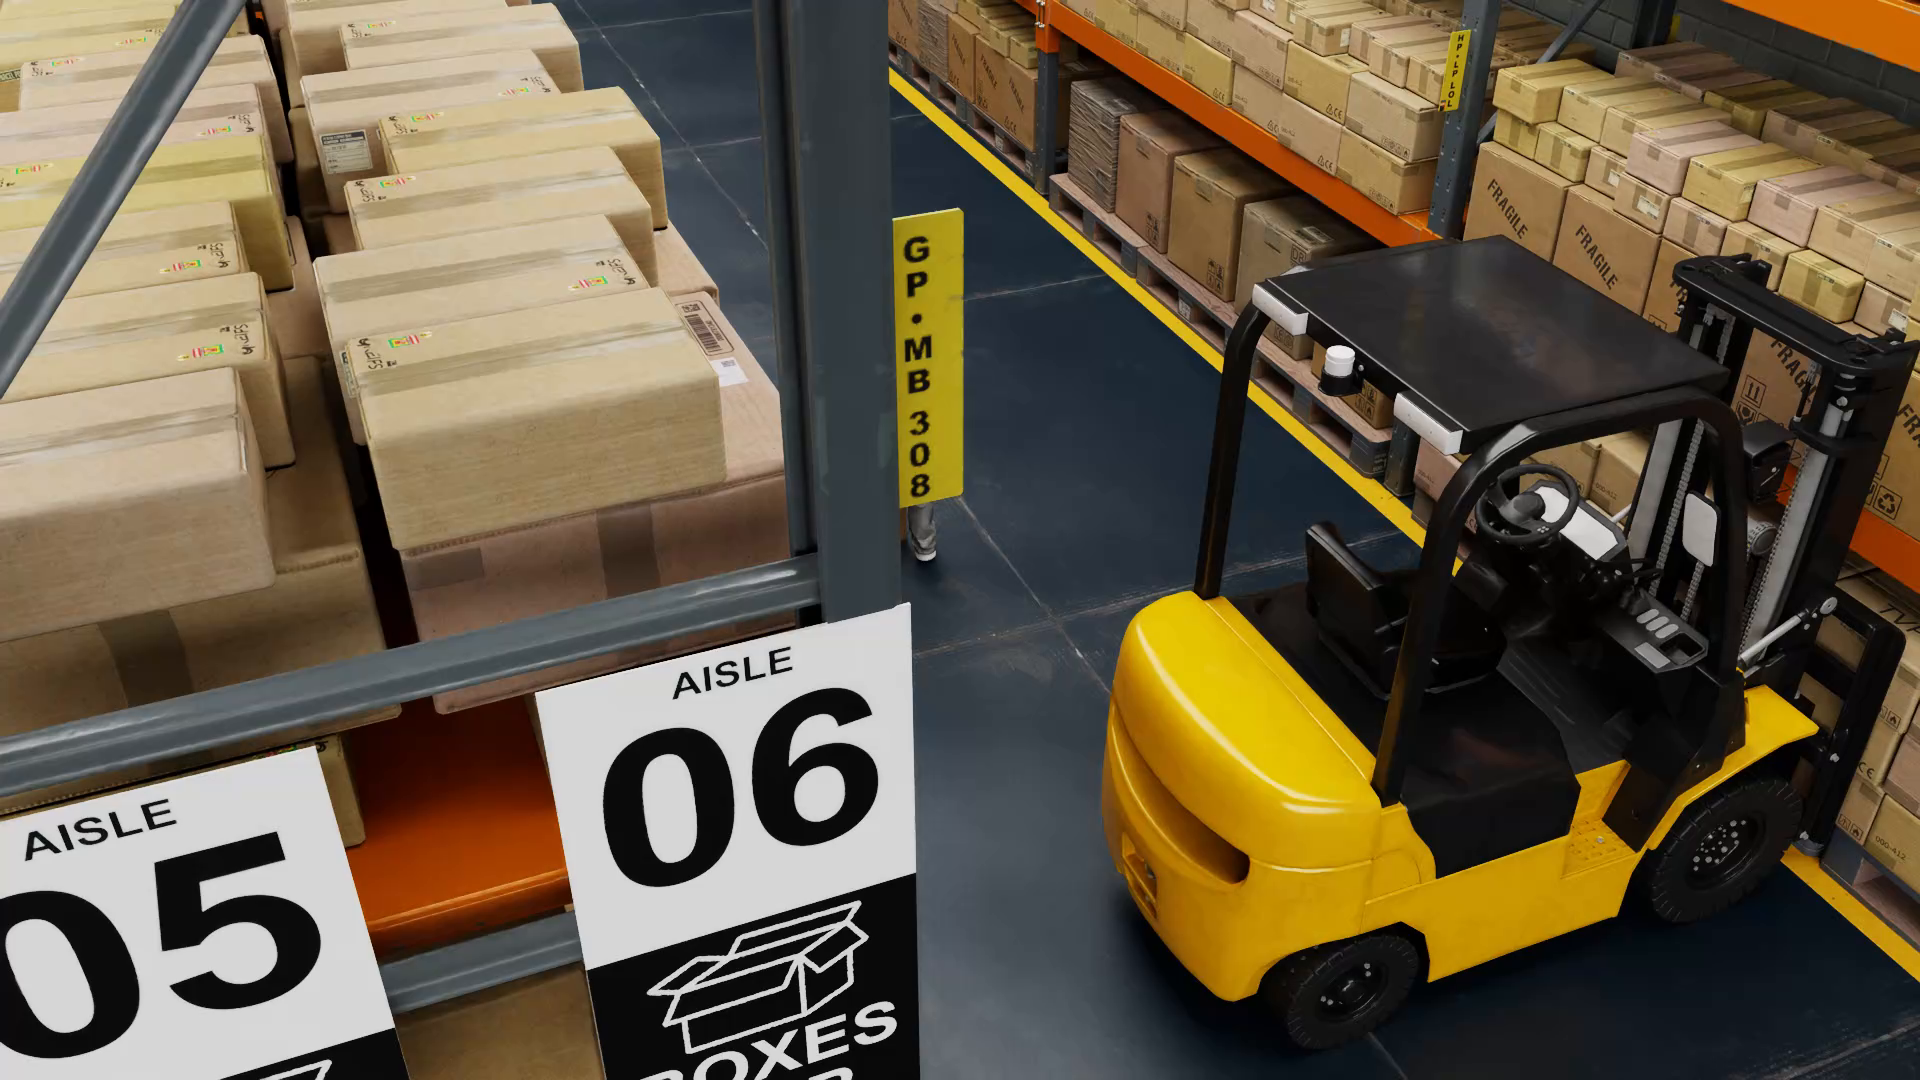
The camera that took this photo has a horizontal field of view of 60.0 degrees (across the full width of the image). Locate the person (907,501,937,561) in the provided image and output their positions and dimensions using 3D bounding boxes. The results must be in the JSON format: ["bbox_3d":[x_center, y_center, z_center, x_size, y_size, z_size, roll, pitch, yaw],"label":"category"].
[{"bbox_3d":[-0.307,-0.581,7.014,0.459,1.593,0.369,-13,36,-19],"label":"person"}]
